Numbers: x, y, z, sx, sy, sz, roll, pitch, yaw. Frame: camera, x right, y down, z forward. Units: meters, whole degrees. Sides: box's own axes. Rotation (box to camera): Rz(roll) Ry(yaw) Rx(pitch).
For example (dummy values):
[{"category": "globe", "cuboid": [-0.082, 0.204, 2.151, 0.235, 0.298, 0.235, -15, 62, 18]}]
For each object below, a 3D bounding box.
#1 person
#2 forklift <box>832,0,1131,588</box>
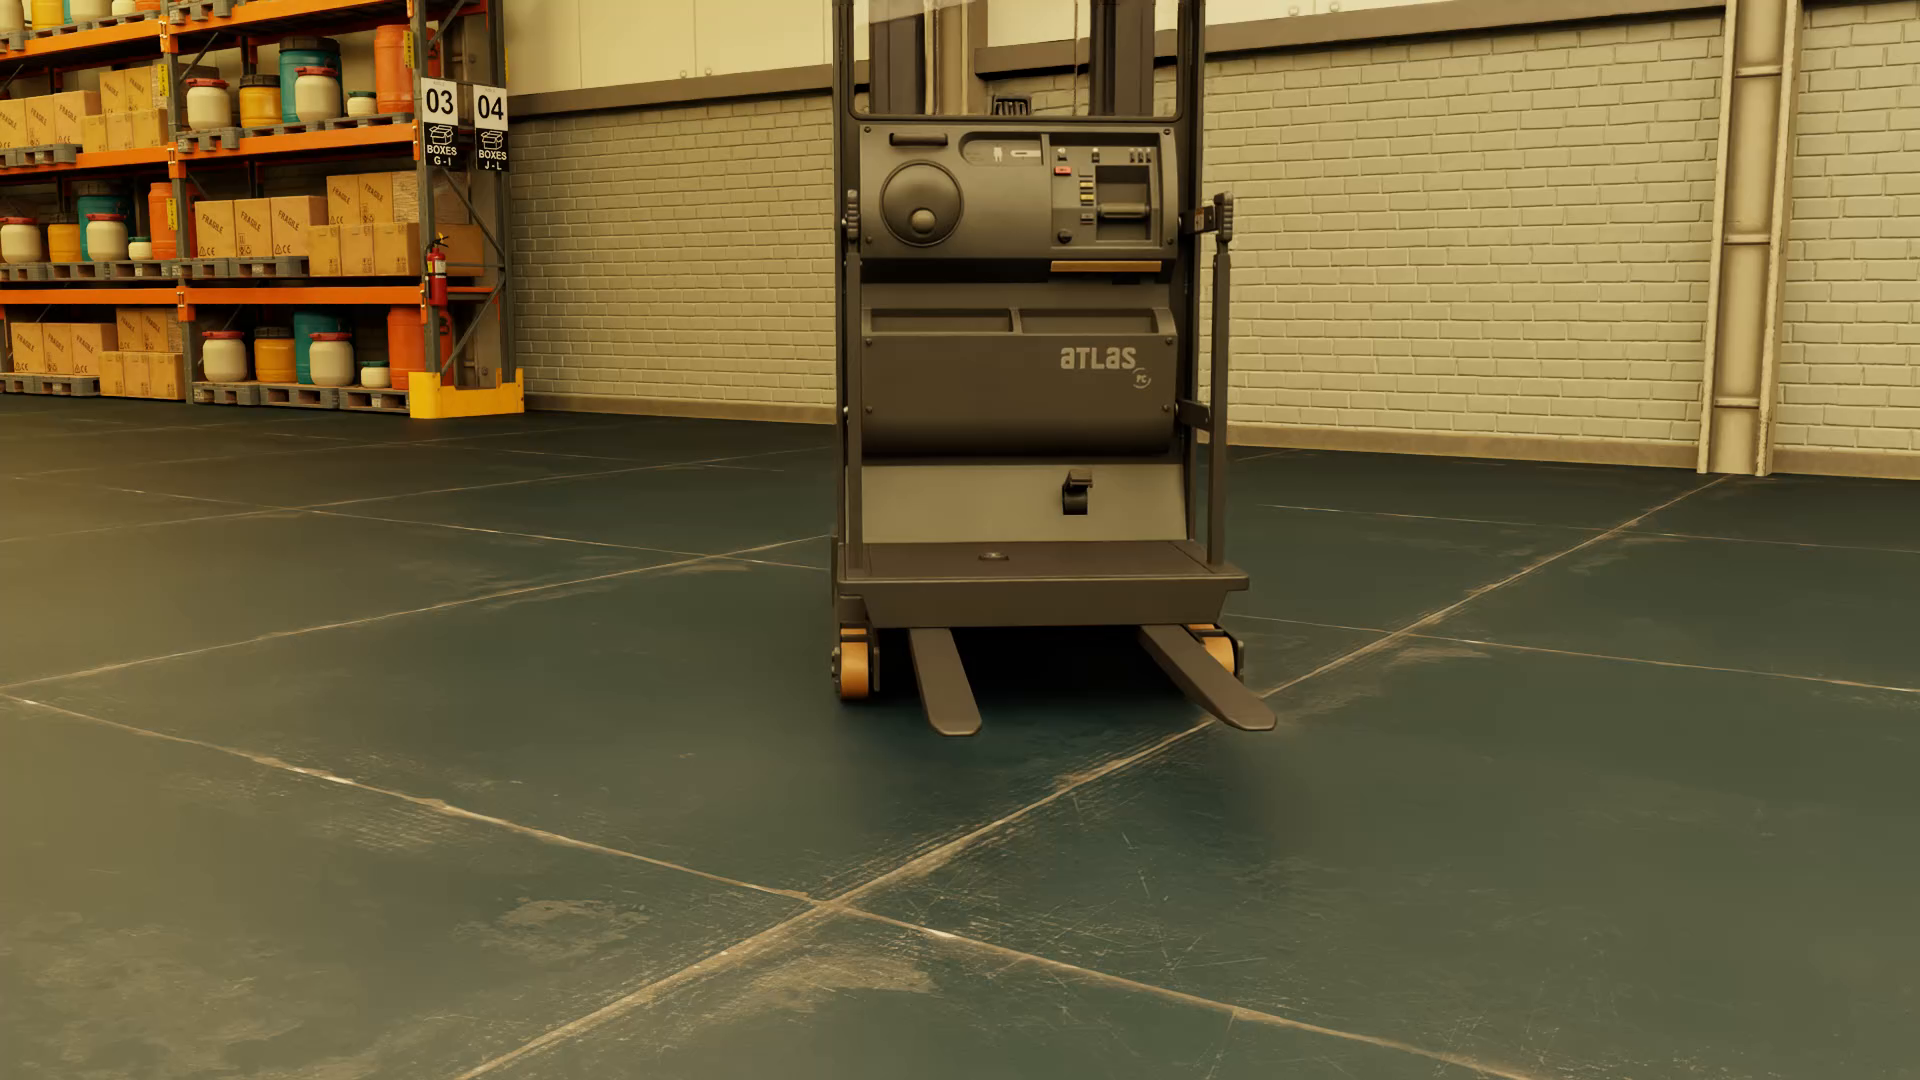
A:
[{"category": "person", "cuboid": [2.826, -0.930, 8.237, 0.728, 1.727, 1.003, -4, 9, -24]}, {"category": "forklift", "cuboid": [0.058, -1.313, 6.428, 1.130, 2.935, 3.031, -1, 8, -4]}]
